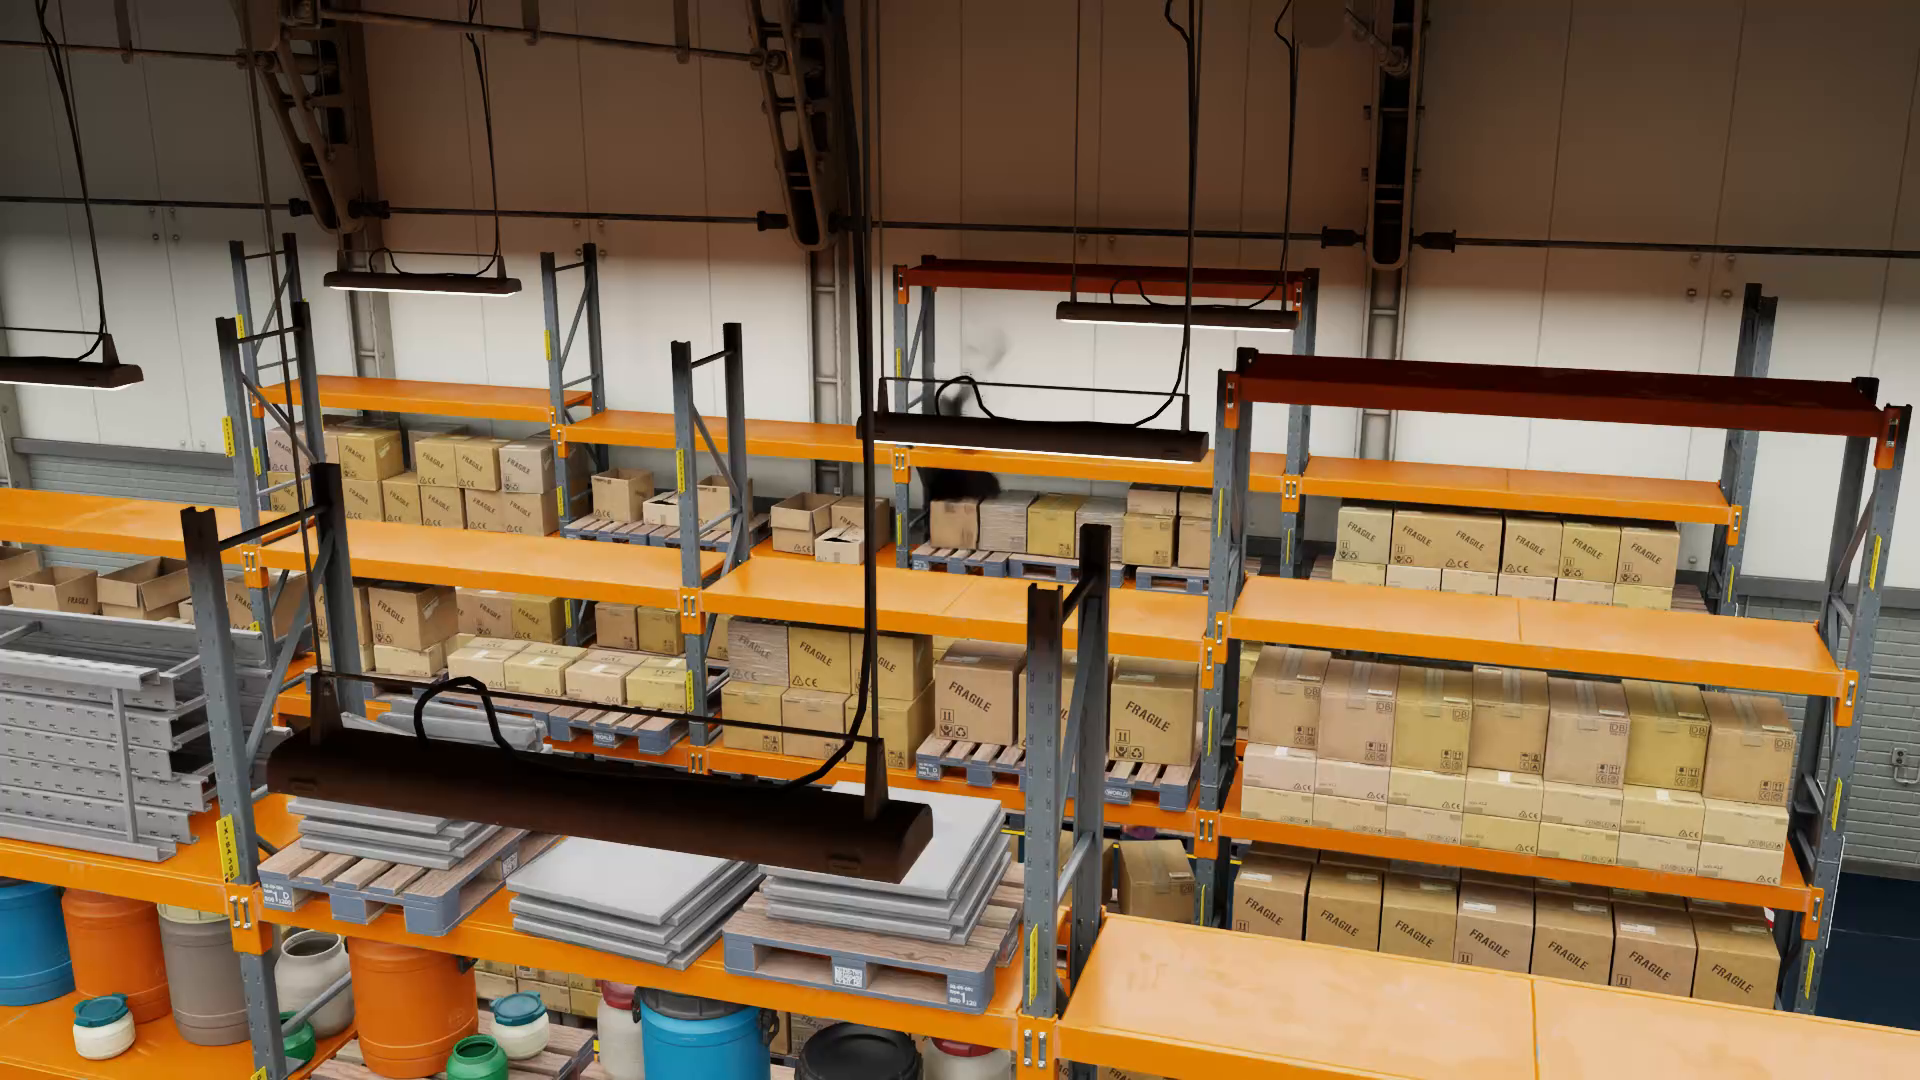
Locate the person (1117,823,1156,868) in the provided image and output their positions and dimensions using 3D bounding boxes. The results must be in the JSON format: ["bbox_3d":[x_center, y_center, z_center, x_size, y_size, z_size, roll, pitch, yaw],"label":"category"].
[{"bbox_3d":[1.685,2.706,15.552,0.519,1.534,0.533,2,16,6],"label":"person"}]
